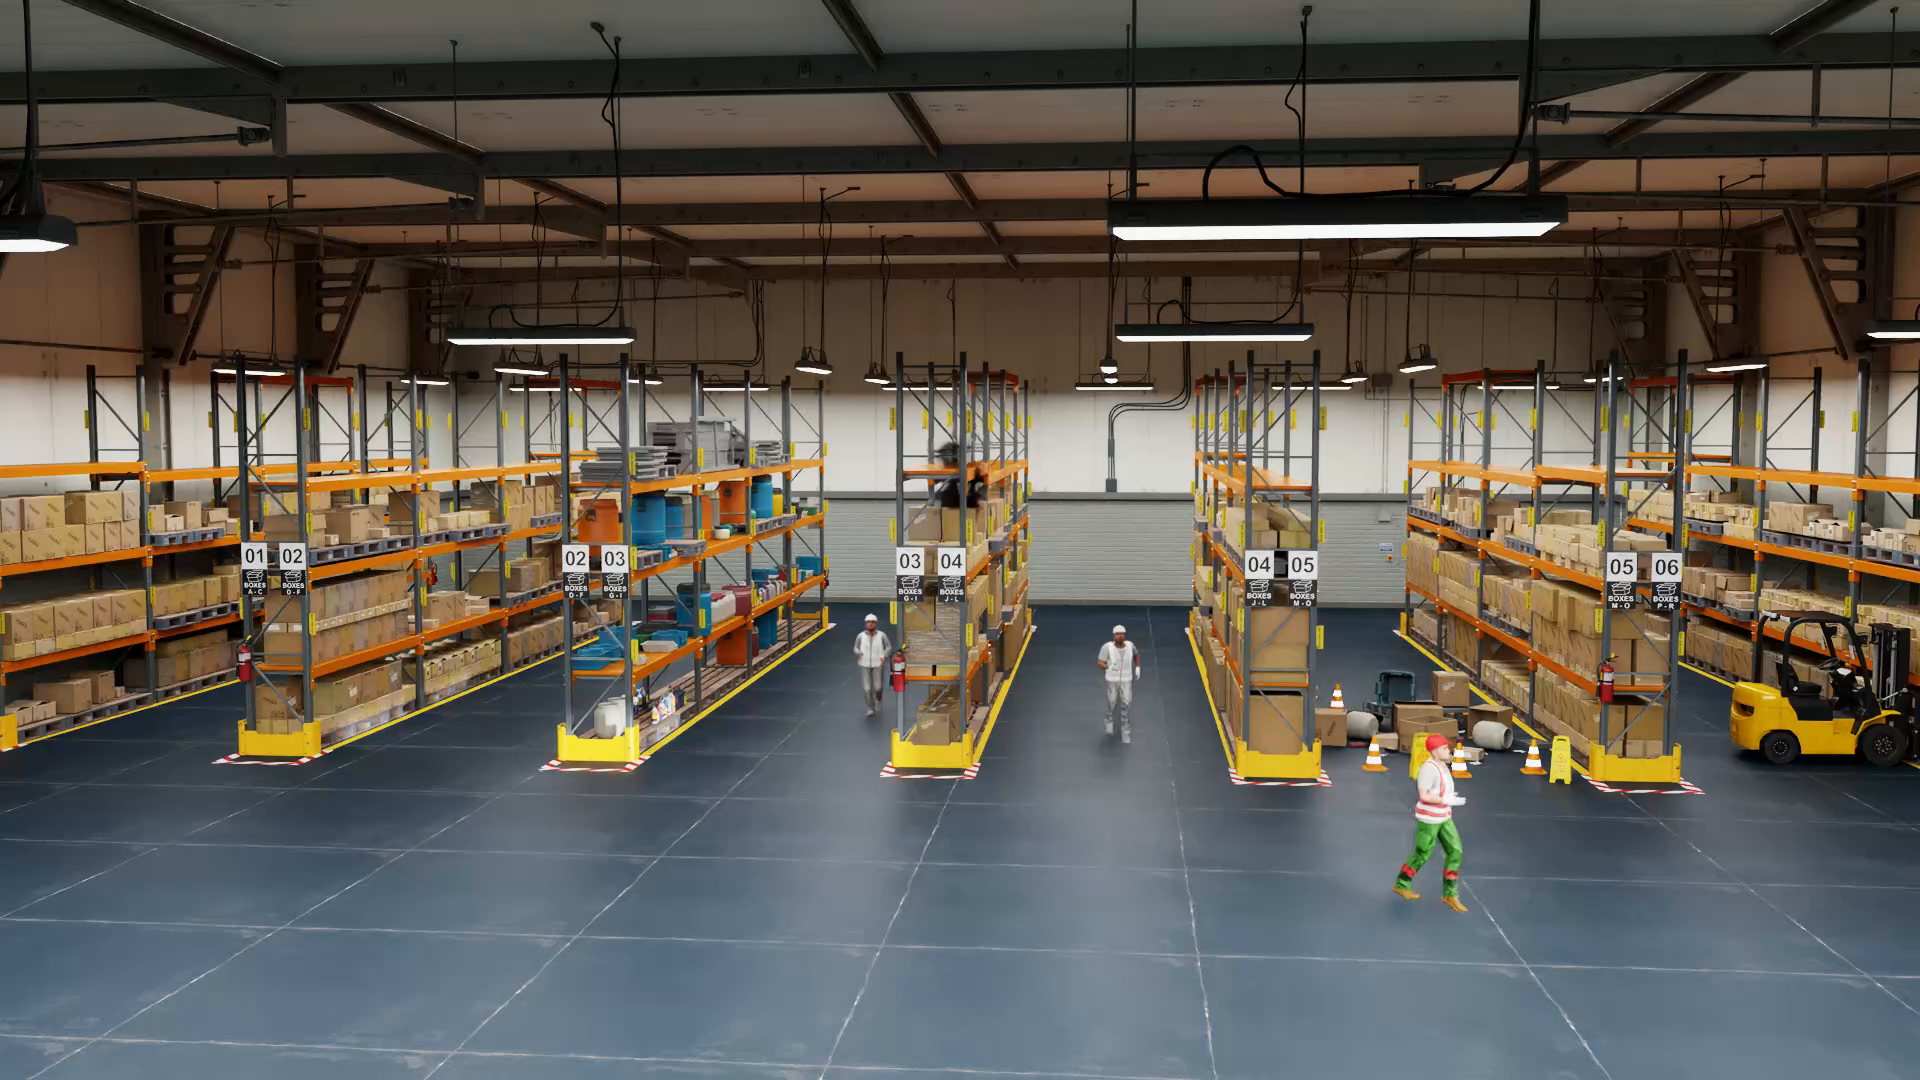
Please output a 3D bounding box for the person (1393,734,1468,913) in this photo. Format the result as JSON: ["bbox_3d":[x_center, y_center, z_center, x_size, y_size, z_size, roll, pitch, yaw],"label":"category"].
[{"bbox_3d":[4.839,2.902,17.073,0.795,1.840,0.633,4,6,43],"label":"person"}]

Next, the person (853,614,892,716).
[{"bbox_3d":[-1.496,2.128,28.201,0.651,1.725,0.583,0,4,2],"label":"person"}]

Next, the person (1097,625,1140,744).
[{"bbox_3d":[2.501,2.250,26.203,0.706,1.841,0.826,0,4,-6],"label":"person"}]
